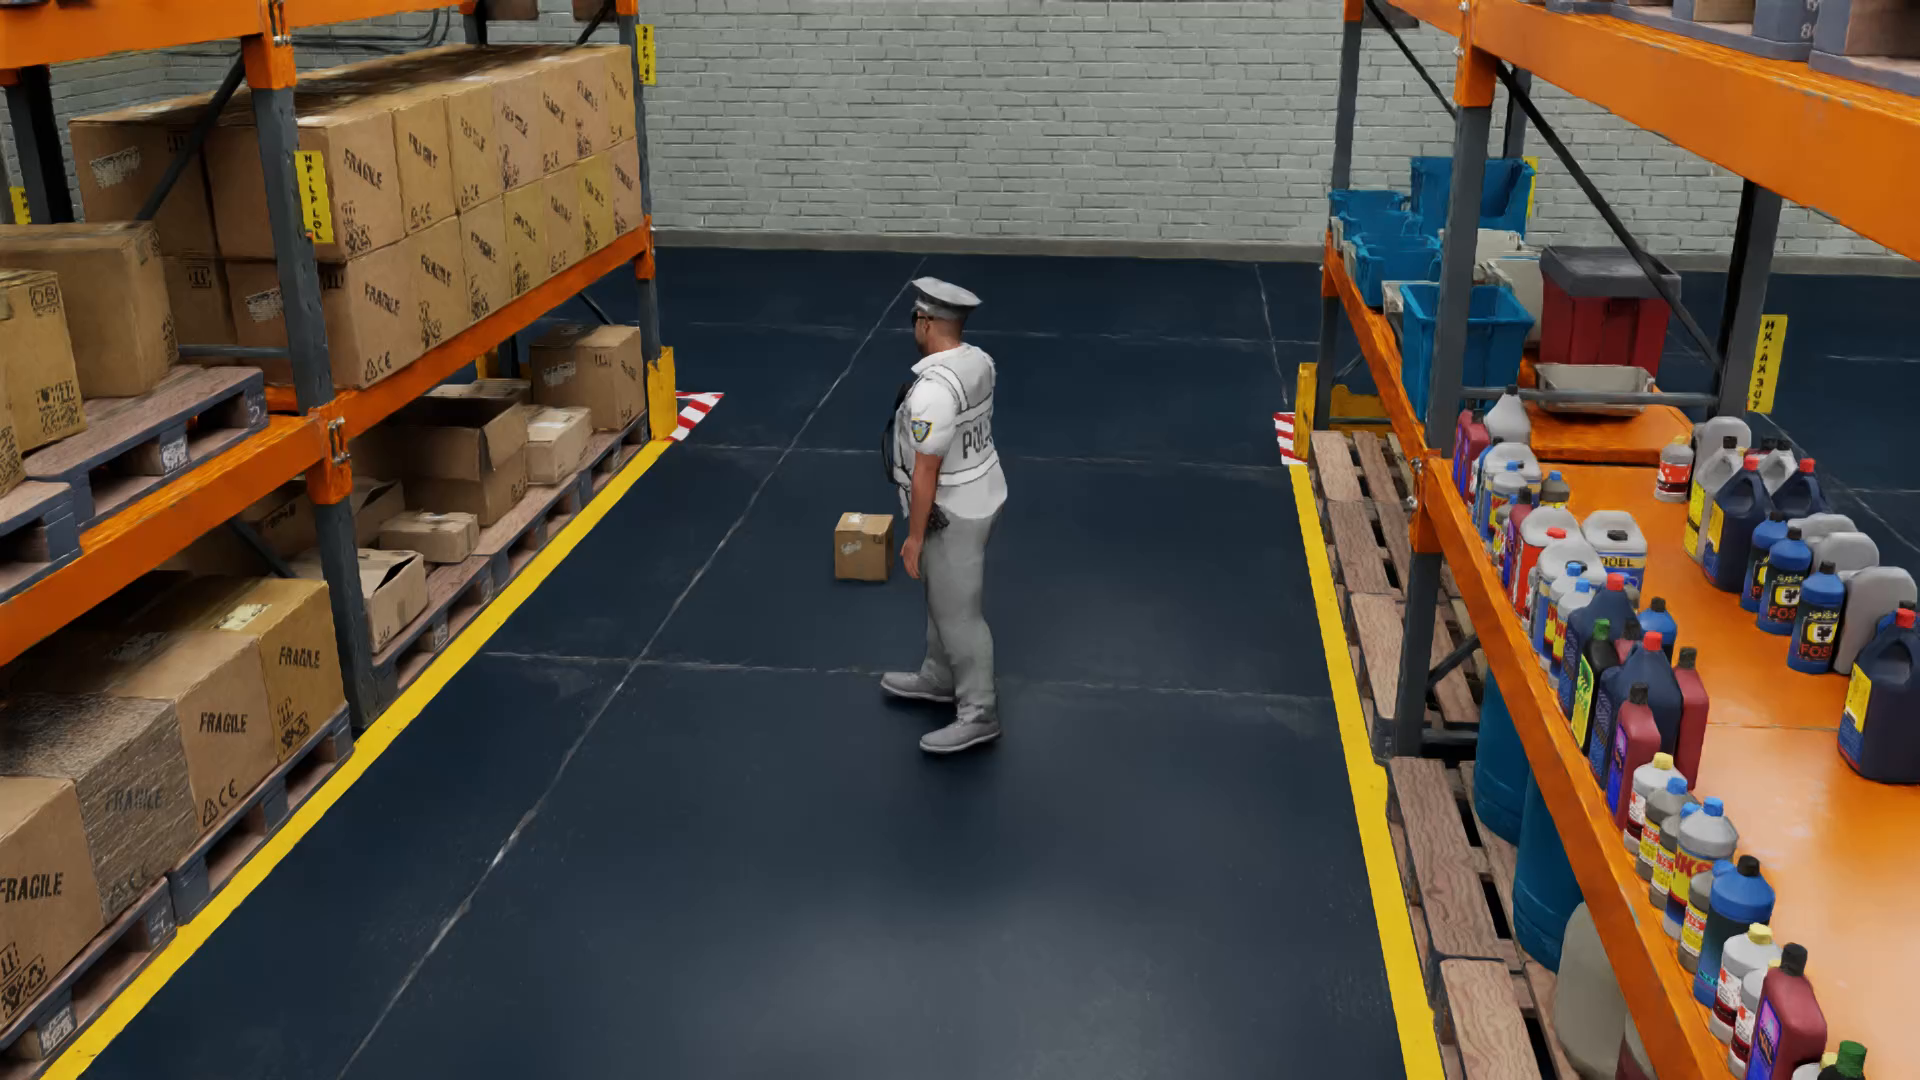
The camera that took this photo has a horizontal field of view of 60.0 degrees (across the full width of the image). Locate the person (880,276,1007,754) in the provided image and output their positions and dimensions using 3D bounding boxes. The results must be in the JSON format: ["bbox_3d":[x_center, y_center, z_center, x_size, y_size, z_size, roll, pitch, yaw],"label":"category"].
[{"bbox_3d":[-0.083,-0.122,6.317,0.585,1.752,0.672,6,22,16],"label":"person"}]
